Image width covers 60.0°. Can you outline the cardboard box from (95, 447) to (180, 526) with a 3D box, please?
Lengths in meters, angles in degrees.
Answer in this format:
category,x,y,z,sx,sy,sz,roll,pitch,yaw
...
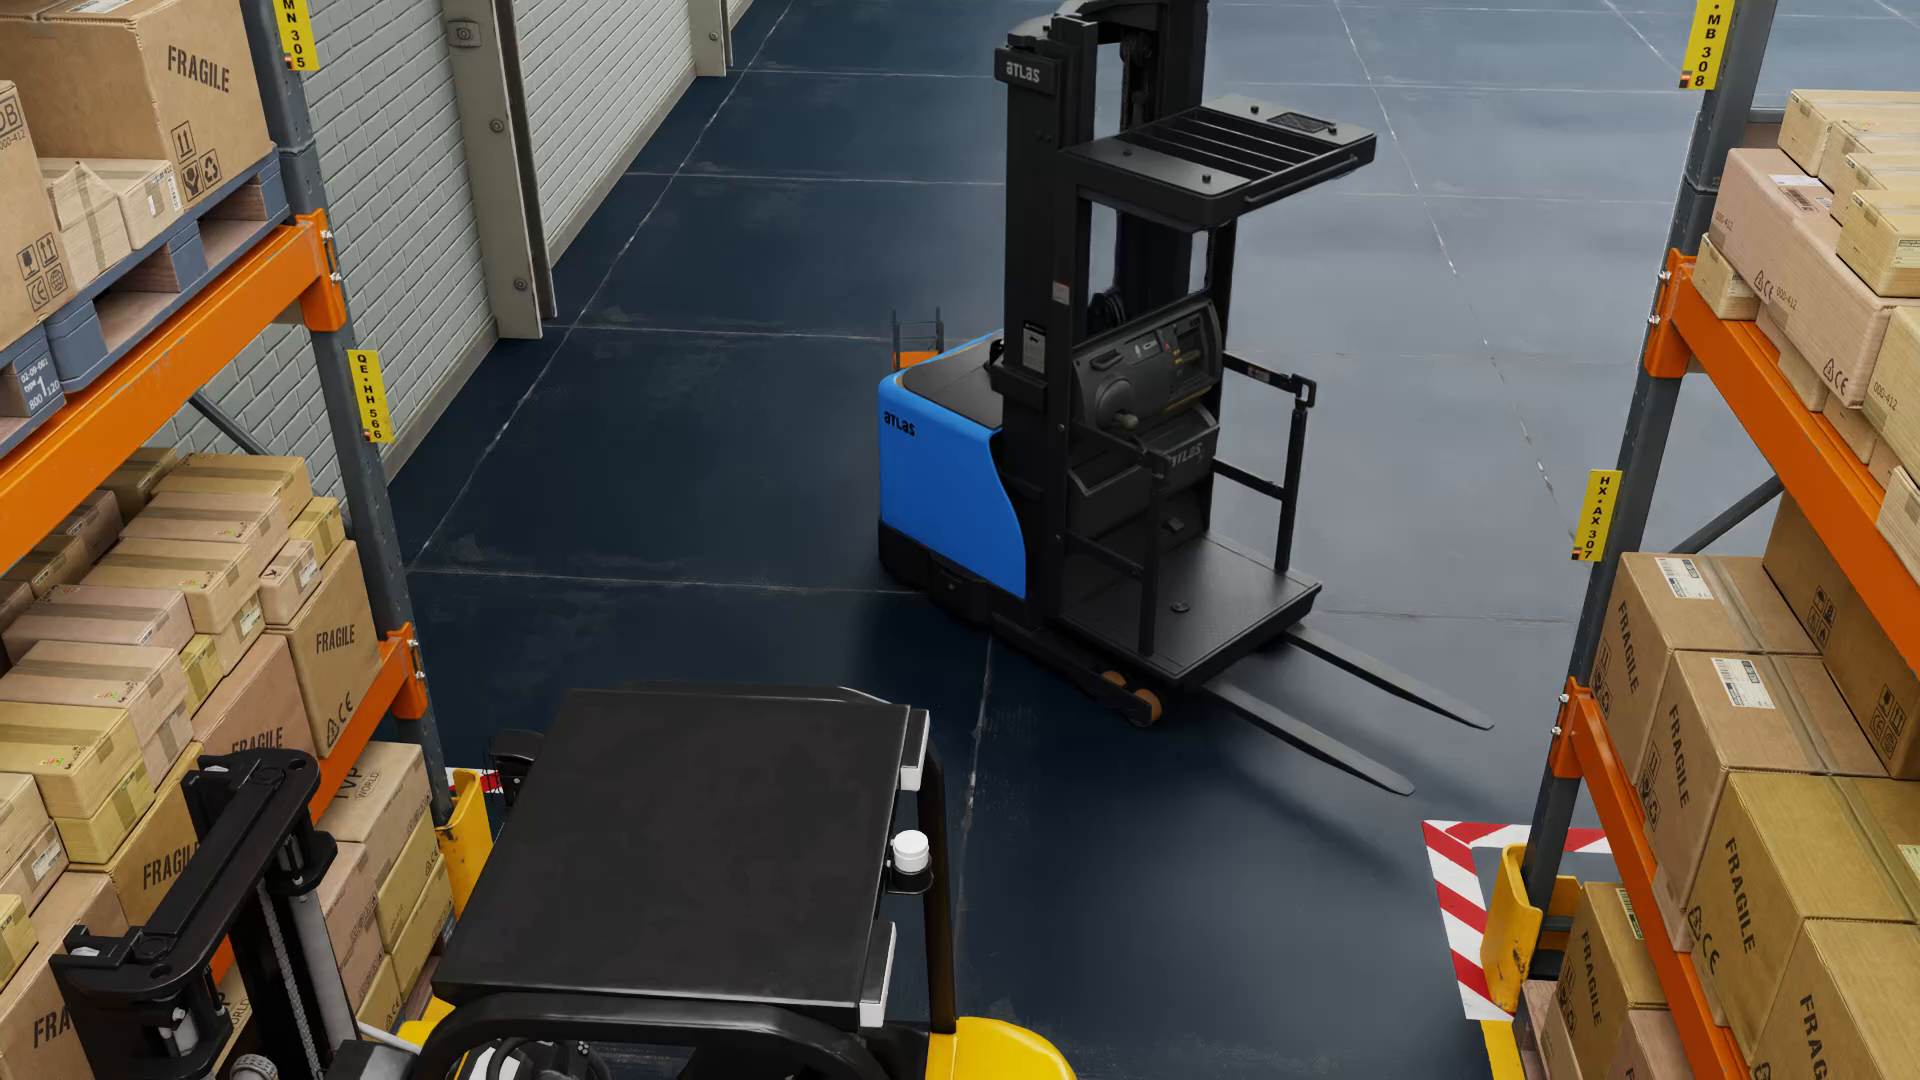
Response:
category,x,y,z,sx,sy,sz,roll,pitch,yaw
cardboard box,-2.660,-0.171,5.172,0.380,0.149,0.250,2,32,3

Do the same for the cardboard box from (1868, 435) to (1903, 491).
category,x,y,z,sx,sy,sz,roll,pitch,yaw
cardboard box,2.176,-0.145,3.507,0.380,0.149,0.250,2,32,2

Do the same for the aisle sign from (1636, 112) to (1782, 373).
category,x,y,z,sx,sy,sz,roll,pitch,yaw
aisle sign,2.224,-0.835,4.767,0.394,0.787,0.004,2,32,4

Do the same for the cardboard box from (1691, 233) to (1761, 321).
category,x,y,z,sx,sy,sz,roll,pitch,yaw
cardboard box,2.177,-0.693,4.395,0.380,0.149,0.250,2,32,4

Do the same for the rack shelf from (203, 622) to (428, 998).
category,x,y,z,sx,sy,sz,roll,pitch,yaw
rack shelf,-2.582,1.460,4.208,1.077,0.370,4.000,2,32,4

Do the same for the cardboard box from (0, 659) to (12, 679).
category,x,y,z,sx,sy,sz,roll,pitch,yaw
cardboard box,-2.772,0.357,4.598,0.380,0.149,0.250,1,32,2

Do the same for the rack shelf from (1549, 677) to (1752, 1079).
category,x,y,z,sx,sy,sz,roll,pitch,yaw
rack shelf,2.365,1.670,3.867,1.077,0.370,4.000,2,32,4

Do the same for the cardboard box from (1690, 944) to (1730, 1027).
category,x,y,z,sx,sy,sz,roll,pitch,yaw
cardboard box,2.131,1.129,4.299,0.380,0.149,0.250,3,32,5

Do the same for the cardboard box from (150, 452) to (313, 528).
category,x,y,z,sx,sy,sz,roll,pitch,yaw
cardboard box,-2.239,-0.141,5.123,0.380,0.149,0.250,3,32,4

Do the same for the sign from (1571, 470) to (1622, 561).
category,x,y,z,sx,sy,sz,roll,pitch,yaw
sign,1.987,-0.074,5.186,0.100,0.325,0.005,2,32,4

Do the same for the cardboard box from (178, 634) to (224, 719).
category,x,y,z,sx,sy,sz,roll,pitch,yaw
cardboard box,-2.273,0.379,4.562,0.380,0.149,0.250,2,32,4

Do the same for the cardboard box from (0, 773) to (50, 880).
category,x,y,z,sx,sy,sz,roll,pitch,yaw
cardboard box,-2.358,0.661,3.821,0.380,0.149,0.250,3,32,5

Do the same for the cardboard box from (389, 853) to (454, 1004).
category,x,y,z,sx,sy,sz,roll,pitch,yaw
cardboard box,-2.143,1.359,5.907,0.500,0.250,0.500,3,32,4

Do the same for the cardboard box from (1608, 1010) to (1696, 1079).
category,x,y,z,sx,sy,sz,roll,pitch,yaw
cardboard box,2.147,1.686,4.660,0.500,0.500,0.500,1,32,2

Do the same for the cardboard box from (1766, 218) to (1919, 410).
category,x,y,z,sx,sy,sz,roll,pitch,yaw
cardboard box,2.171,-0.508,3.715,0.500,0.250,0.500,2,32,3

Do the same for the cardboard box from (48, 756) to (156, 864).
category,x,y,z,sx,sy,sz,roll,pitch,yaw
cardboard box,-2.249,0.654,4.116,0.380,0.149,0.250,3,32,4

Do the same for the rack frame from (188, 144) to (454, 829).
category,x,y,z,sx,sy,sz,roll,pitch,yaw
rack frame,-2.420,0.108,5.716,1.000,3.000,0.127,2,32,4

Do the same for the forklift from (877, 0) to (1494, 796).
category,x,y,z,sx,sy,sz,roll,pitch,yaw
forklift,0.976,-0.723,7.130,1.130,2.935,3.031,-27,41,-36

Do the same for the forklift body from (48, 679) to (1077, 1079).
category,x,y,z,sx,sy,sz,roll,pitch,yaw
forklift body,-0.756,1.538,4.203,2.313,2.155,1.214,2,32,4

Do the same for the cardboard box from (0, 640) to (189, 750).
category,x,y,z,sx,sy,sz,roll,pitch,yaw
cardboard box,-2.227,0.395,4.253,0.380,0.149,0.250,3,32,5

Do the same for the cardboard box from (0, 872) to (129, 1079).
category,x,y,z,sx,sy,sz,roll,pitch,yaw
cardboard box,-2.321,1.136,3.952,0.500,0.500,0.500,3,32,4

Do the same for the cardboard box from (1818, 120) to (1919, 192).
category,x,y,z,sx,sy,sz,roll,pitch,yaw
cardboard box,2.291,-0.882,3.943,0.380,0.149,0.250,2,32,4

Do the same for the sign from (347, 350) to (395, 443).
category,x,y,z,sx,sy,sz,roll,pitch,yaw
sign,-1.880,-0.456,5.301,0.100,0.325,0.005,2,32,4

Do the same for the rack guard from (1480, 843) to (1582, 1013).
category,x,y,z,sx,sy,sz,roll,pitch,yaw
rack guard,2.522,1.422,5.967,1.175,0.500,0.348,2,32,4

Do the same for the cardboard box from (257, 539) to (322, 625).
category,x,y,z,sx,sy,sz,roll,pitch,yaw
cardboard box,-2.160,0.117,4.987,0.380,0.149,0.250,3,32,5

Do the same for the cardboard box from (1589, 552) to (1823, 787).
category,x,y,z,sx,sy,sz,roll,pitch,yaw
cardboard box,2.213,0.384,4.888,0.500,0.500,0.500,2,32,3

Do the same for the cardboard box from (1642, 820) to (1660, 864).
category,x,y,z,sx,sy,sz,roll,pitch,yaw
cardboard box,2.185,0.861,4.733,0.380,0.149,0.250,1,32,2

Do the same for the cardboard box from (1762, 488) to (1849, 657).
category,x,y,z,sx,sy,sz,roll,pitch,yaw
cardboard box,2.704,-0.001,4.560,0.700,0.500,0.500,2,32,3

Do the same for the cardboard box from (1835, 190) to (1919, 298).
category,x,y,z,sx,sy,sz,roll,pitch,yaw
cardboard box,2.115,-0.626,3.527,0.380,0.149,0.250,2,32,4

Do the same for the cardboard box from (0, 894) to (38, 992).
category,x,y,z,sx,sy,sz,roll,pitch,yaw
cardboard box,-2.311,0.917,3.689,0.380,0.149,0.250,2,32,3

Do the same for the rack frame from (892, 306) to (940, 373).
category,x,y,z,sx,sy,sz,roll,pitch,yaw
rack frame,-0.221,-0.657,8.673,0.240,1.200,0.006,-3,32,-5

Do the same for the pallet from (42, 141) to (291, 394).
category,x,y,z,sx,sy,sz,roll,pitch,yaw
pallet,-2.503,-0.763,4.354,1.003,0.211,1.213,2,32,4

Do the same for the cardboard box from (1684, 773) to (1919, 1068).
category,x,y,z,sx,sy,sz,roll,pitch,yaw
cardboard box,2.134,0.922,4.016,0.500,0.500,0.500,2,32,3

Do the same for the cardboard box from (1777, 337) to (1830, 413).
category,x,y,z,sx,sy,sz,roll,pitch,yaw
cardboard box,2.189,-0.415,3.944,0.380,0.149,0.250,3,32,5

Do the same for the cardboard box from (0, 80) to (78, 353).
category,x,y,z,sx,sy,sz,roll,pitch,yaw
cardboard box,-2.396,-0.660,3.512,0.700,0.500,0.500,3,32,4

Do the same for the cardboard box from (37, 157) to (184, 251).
category,x,y,z,sx,sy,sz,roll,pitch,yaw
cardboard box,-2.184,-0.837,4.135,0.380,0.149,0.250,2,32,3

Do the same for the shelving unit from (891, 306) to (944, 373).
category,x,y,z,sx,sy,sz,roll,pitch,yaw
shelving unit,-0.211,-0.609,8.595,0.258,1.200,0.189,-3,32,-5

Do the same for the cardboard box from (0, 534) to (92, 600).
category,x,y,z,sx,sy,sz,roll,pitch,yaw
cardboard box,-2.722,0.103,4.727,0.380,0.149,0.250,3,32,5

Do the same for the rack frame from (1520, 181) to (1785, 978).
category,x,y,z,sx,sy,sz,roll,pitch,yaw
rack frame,2.528,0.318,5.375,1.000,3.000,0.127,2,32,4

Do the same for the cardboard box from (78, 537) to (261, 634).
category,x,y,z,sx,sy,sz,roll,pitch,yaw
cardboard box,-2.222,0.127,4.688,0.380,0.149,0.250,3,32,5

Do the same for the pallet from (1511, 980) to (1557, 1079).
category,x,y,z,sx,sy,sz,roll,pitch,yaw
pallet,2.420,1.968,5.356,1.003,0.211,1.213,2,32,4

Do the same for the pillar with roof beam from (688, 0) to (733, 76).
category,x,y,z,sx,sy,sz,roll,pitch,yaw
pillar with roof beam,1.893,-8.212,13.498,9.100,9.000,0.400,2,32,4

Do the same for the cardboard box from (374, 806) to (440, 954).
category,x,y,z,sx,sy,sz,roll,pitch,yaw
cardboard box,-2.148,1.154,5.762,0.500,0.250,0.500,2,32,3

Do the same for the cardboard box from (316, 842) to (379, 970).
category,x,y,z,sx,sy,sz,roll,pitch,yaw
cardboard box,-2.182,1.195,5.219,0.500,0.250,0.500,3,32,5

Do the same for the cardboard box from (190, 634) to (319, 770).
category,x,y,z,sx,sy,sz,roll,pitch,yaw
cardboard box,-2.249,0.605,4.815,0.500,0.500,0.500,3,32,6
